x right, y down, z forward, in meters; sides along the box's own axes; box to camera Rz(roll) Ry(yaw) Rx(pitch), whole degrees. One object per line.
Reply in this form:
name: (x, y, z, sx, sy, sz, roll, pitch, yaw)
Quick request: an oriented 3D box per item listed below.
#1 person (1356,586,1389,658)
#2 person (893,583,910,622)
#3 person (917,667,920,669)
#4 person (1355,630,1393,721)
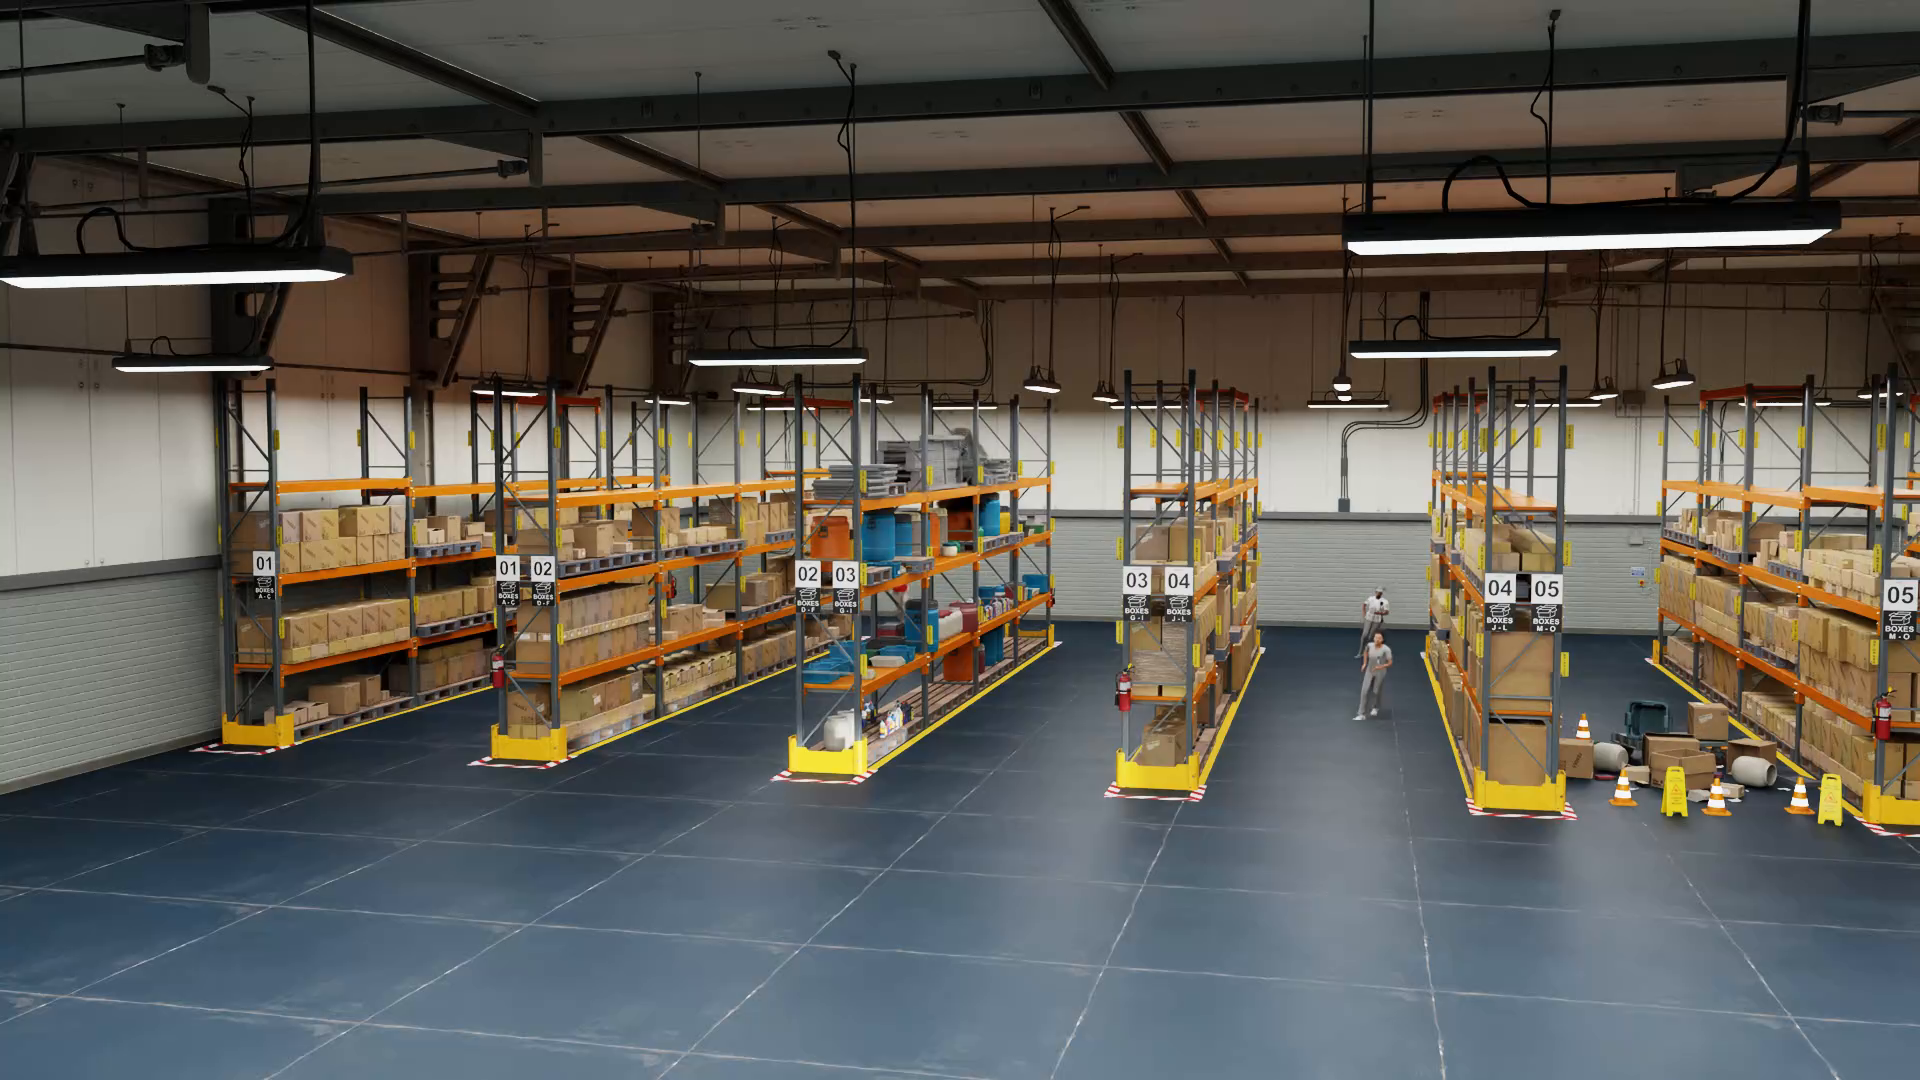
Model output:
person: (9.539, 1.891, 38.409, 0.721, 1.684, 0.708, 1, 4, 16)
person: (-1.590, 1.511, 44.235, 0.740, 1.763, 0.713, -1, 3, -9)
person: (-0.936, 2.088, 36.138, 0.534, 1.493, 0.797, 0, 3, 6)
person: (7.470, 2.394, 29.708, 0.577, 1.613, 0.968, 2, 4, 29)
